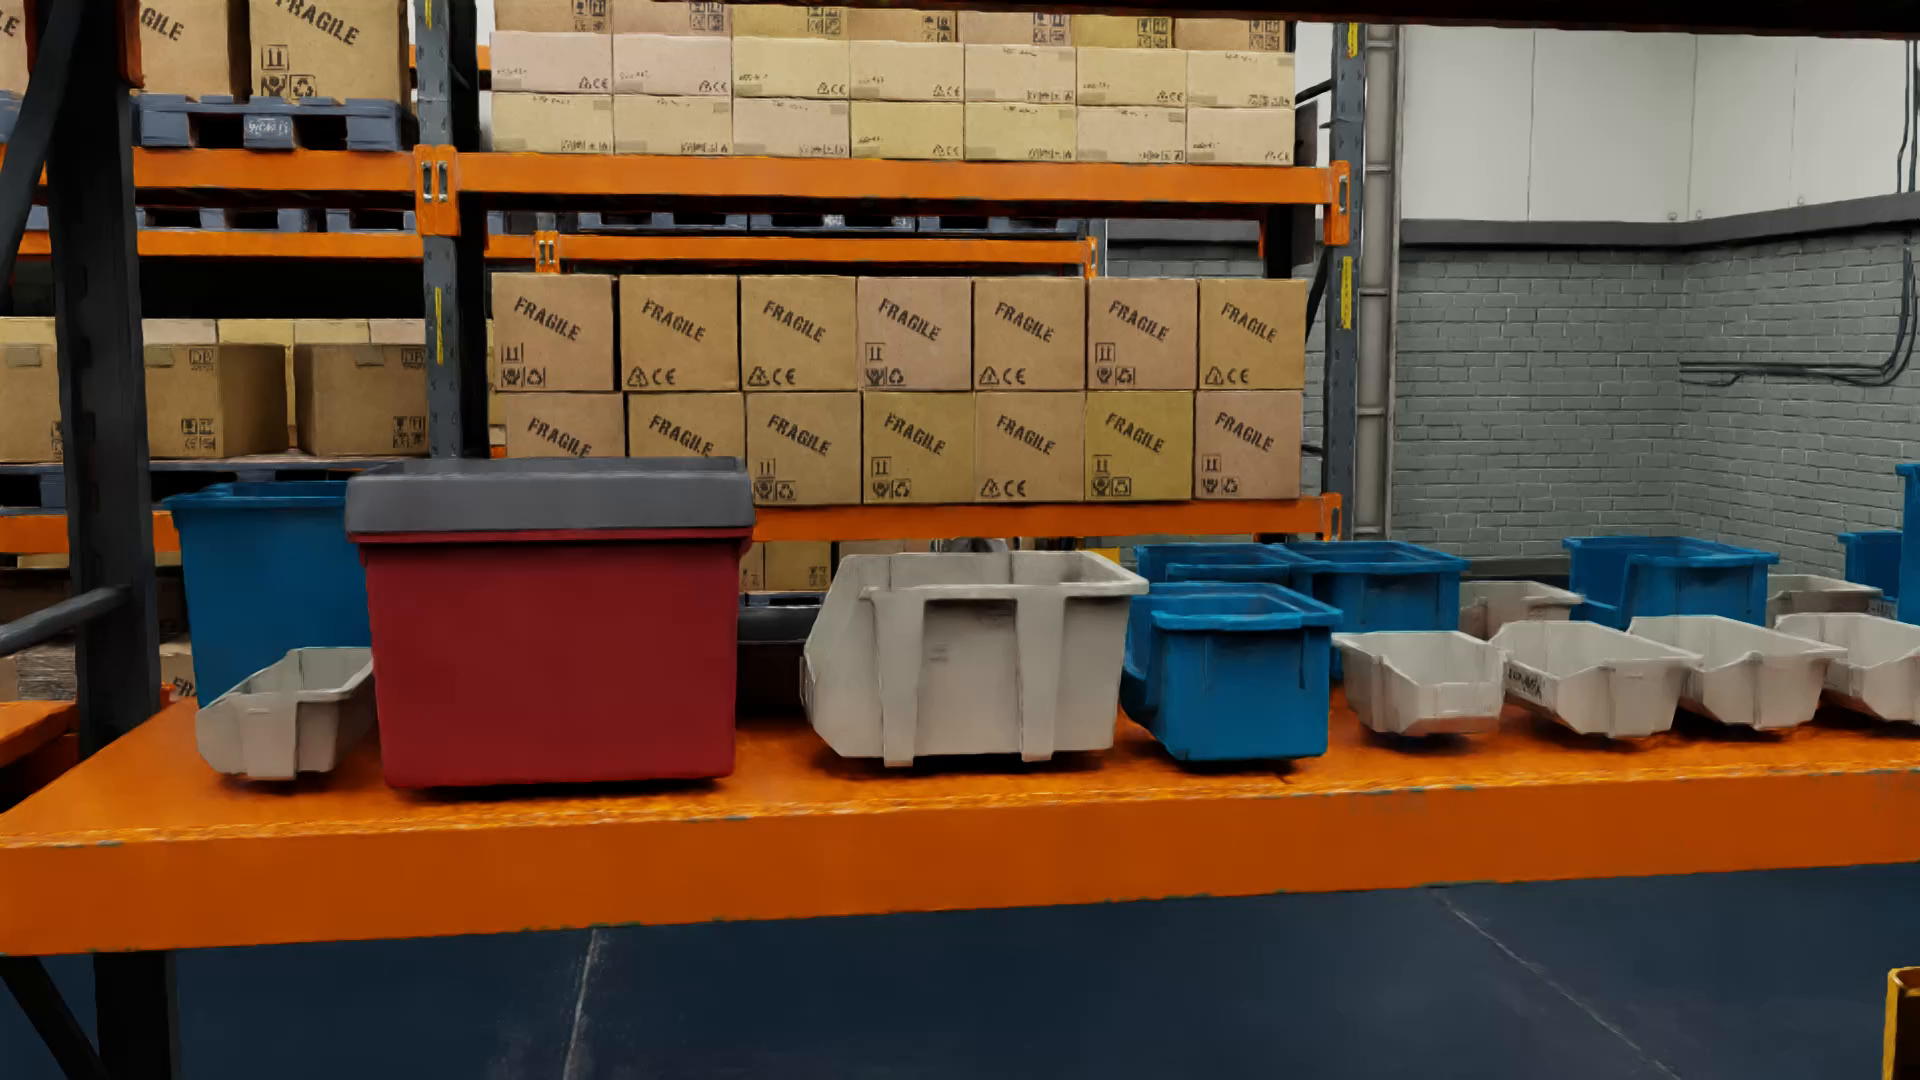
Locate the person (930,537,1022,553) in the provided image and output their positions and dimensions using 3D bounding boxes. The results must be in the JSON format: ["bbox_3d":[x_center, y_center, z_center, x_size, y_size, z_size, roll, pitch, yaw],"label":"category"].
[{"bbox_3d":[0.050,-0.074,10.254,0.633,1.771,0.509,-4,8,-33],"label":"person"}]
